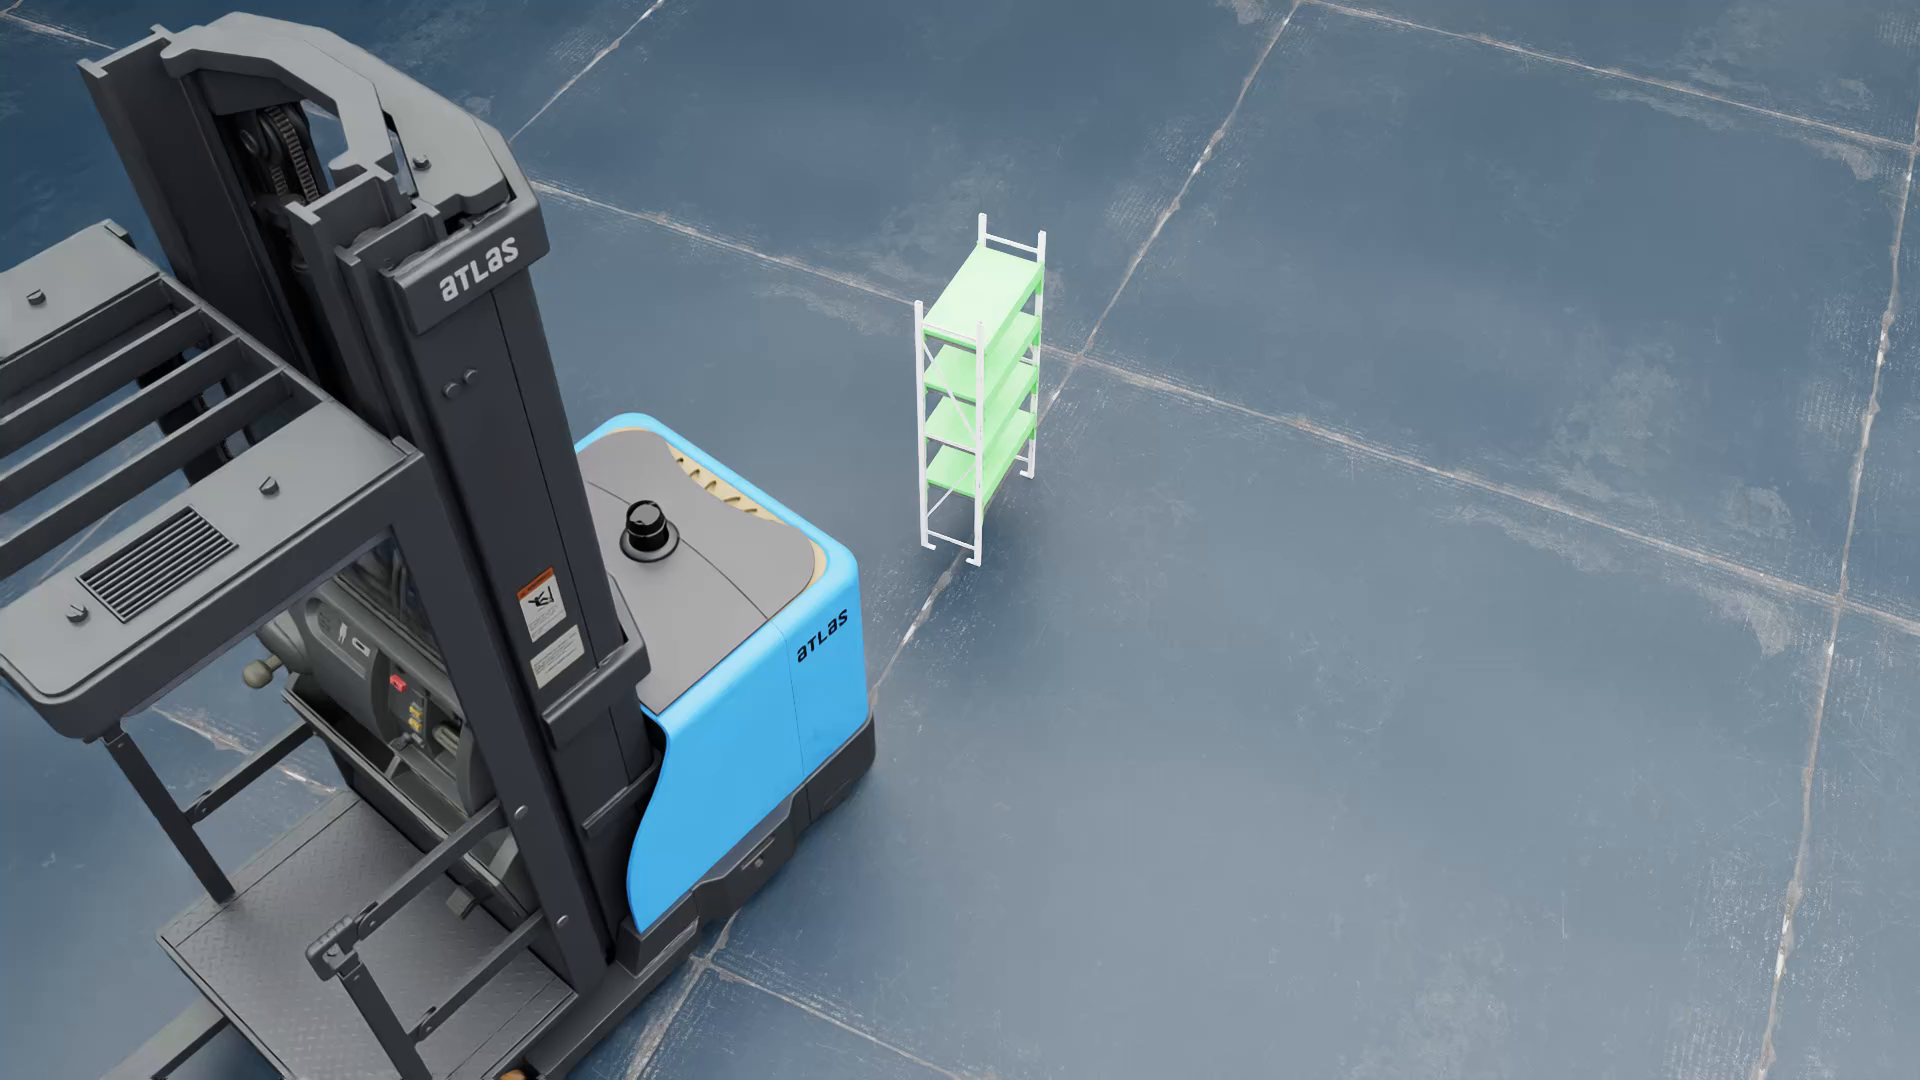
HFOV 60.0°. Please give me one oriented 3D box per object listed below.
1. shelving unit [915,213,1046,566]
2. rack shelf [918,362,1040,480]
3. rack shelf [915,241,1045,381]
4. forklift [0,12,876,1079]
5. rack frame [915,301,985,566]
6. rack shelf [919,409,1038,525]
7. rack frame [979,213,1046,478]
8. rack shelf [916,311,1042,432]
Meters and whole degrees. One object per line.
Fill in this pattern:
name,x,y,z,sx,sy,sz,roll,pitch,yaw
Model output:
shelving unit,0.071,-0.503,5.890,0.258,1.200,0.503,20,52,16
rack shelf,0.071,-0.461,5.939,0.258,0.148,0.480,20,52,16
rack shelf,0.071,-0.772,5.573,0.258,0.148,0.480,20,52,16
forklift,-1.617,0.416,3.972,1.130,2.935,3.031,33,57,25
rack frame,-0.034,-0.335,5.747,0.240,1.200,0.015,20,52,16
rack shelf,0.071,-0.306,6.121,0.258,0.148,0.480,20,52,16
rack frame,0.175,-0.671,6.033,0.240,1.200,0.015,20,52,16
rack shelf,0.071,-0.617,5.756,0.258,0.148,0.480,20,52,16
